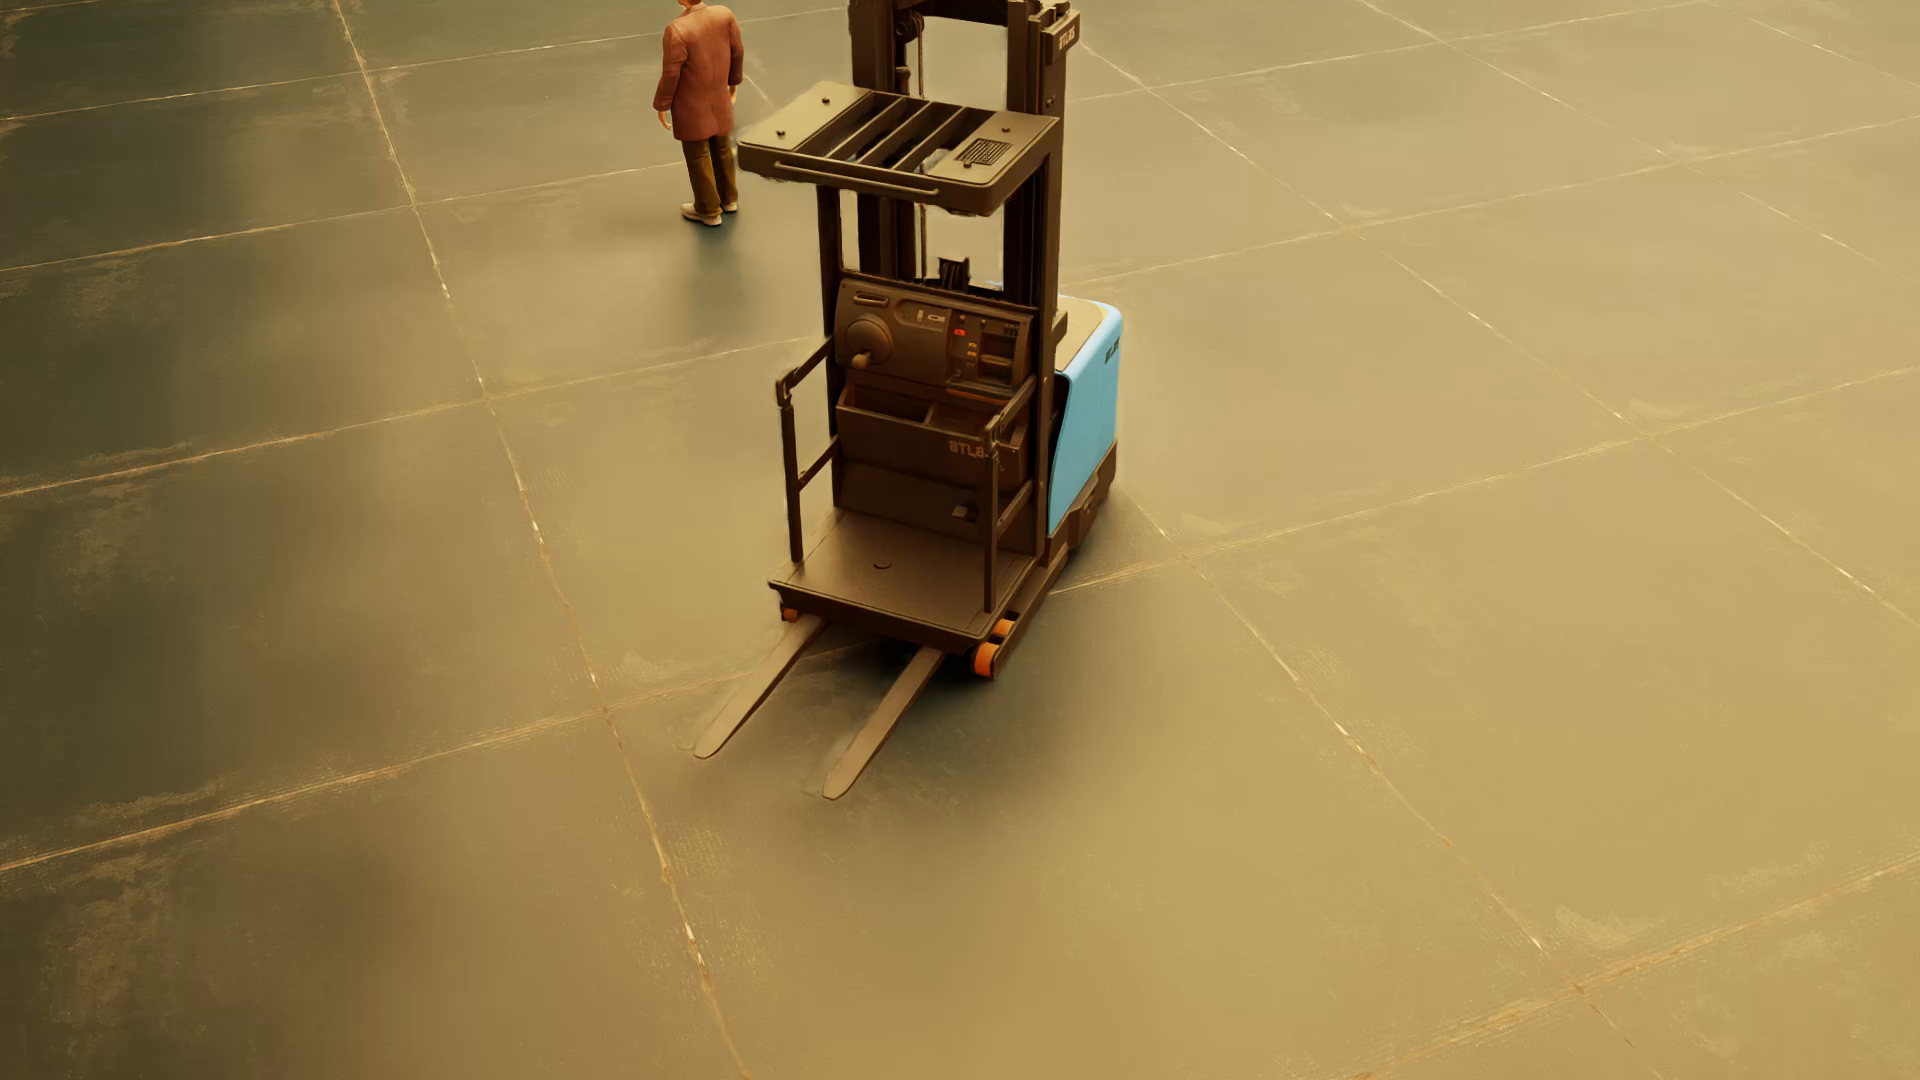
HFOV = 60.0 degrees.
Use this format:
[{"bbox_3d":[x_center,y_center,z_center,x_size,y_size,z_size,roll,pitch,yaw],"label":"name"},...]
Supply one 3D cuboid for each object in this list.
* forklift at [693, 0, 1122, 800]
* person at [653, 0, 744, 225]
[{"bbox_3d":[-0.213,-0.838,7.277,1.130,2.935,3.031,14,38,19],"label":"forklift"},{"bbox_3d":[-1.820,-3.024,11.333,0.698,1.777,0.580,-27,43,-32],"label":"person"}]
